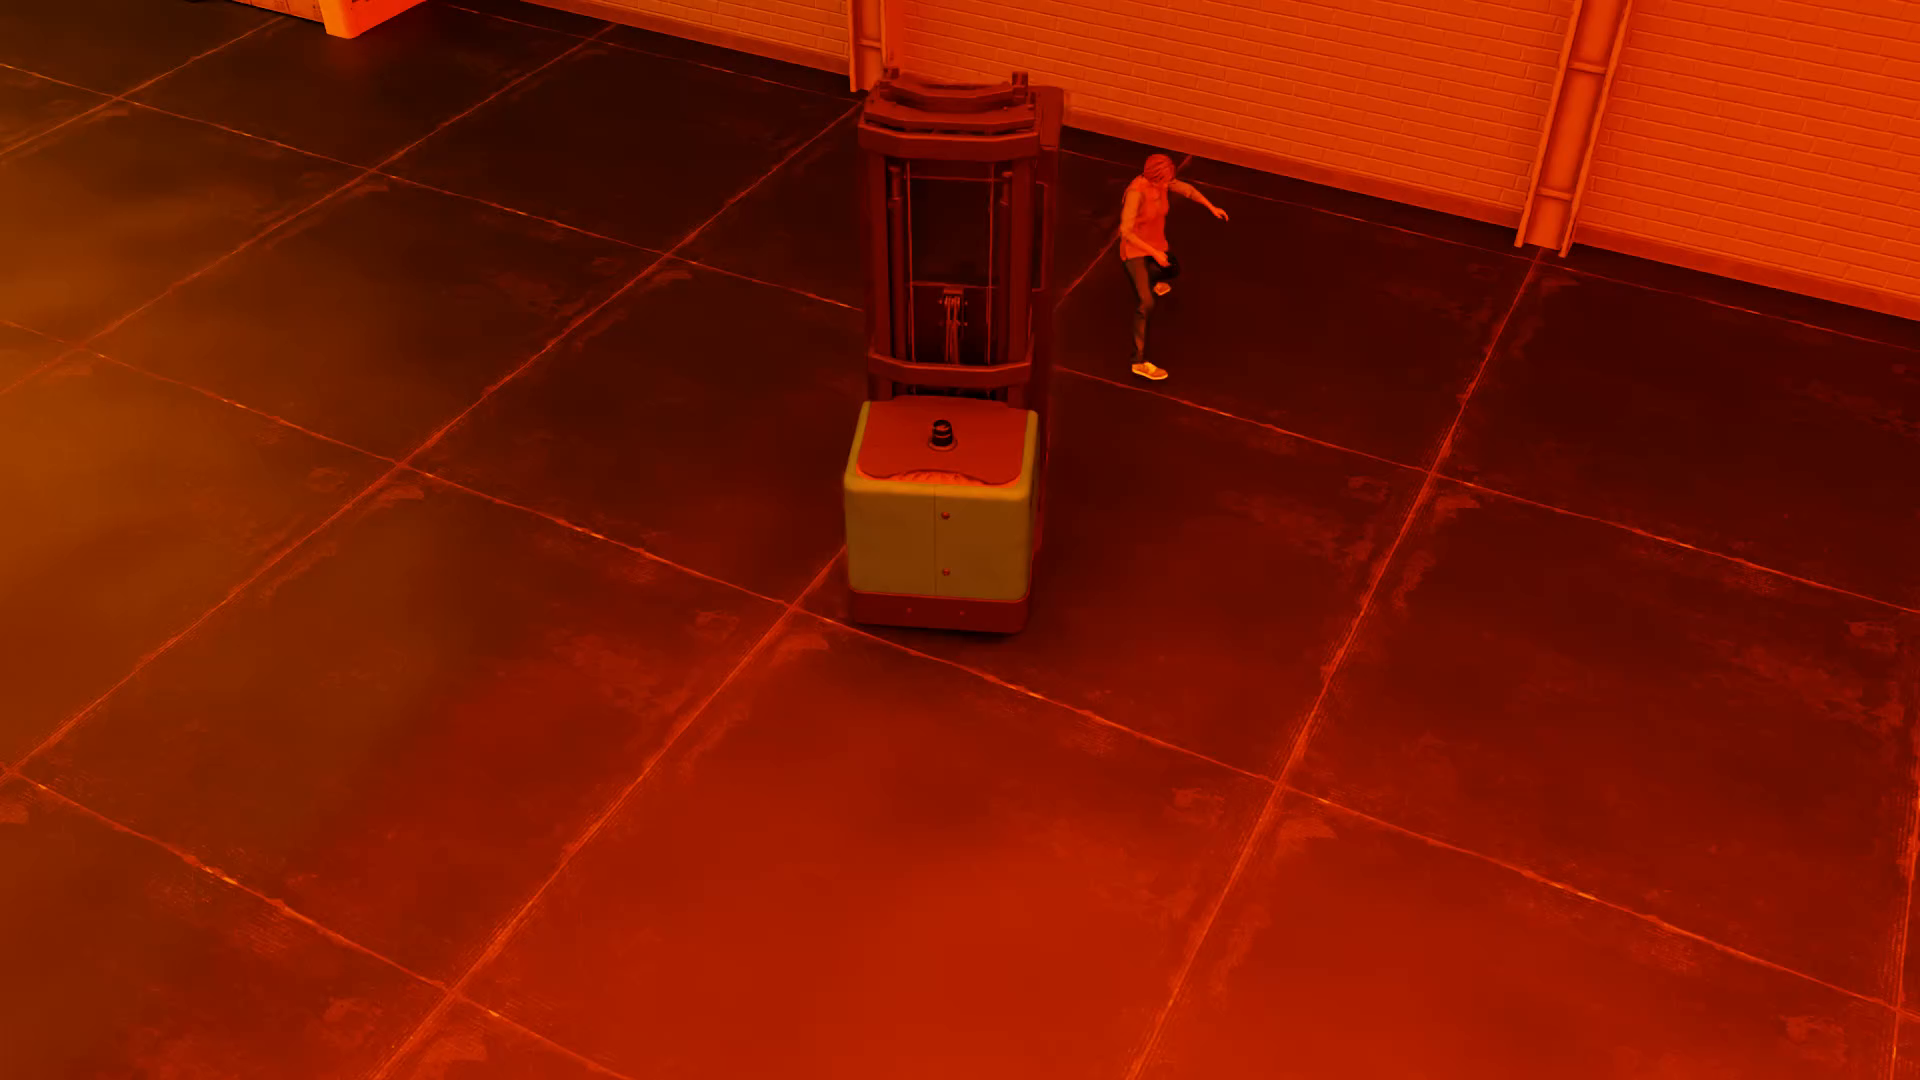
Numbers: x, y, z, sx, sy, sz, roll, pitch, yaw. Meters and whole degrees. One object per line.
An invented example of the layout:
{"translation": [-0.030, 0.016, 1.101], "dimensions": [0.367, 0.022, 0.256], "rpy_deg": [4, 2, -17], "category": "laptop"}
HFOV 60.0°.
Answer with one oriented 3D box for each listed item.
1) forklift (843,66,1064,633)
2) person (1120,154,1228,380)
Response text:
{"translation": [0.008, -1.528, 9.801], "dimensions": [1.130, 2.935, 3.031], "rpy_deg": [4, 40, 4], "category": "forklift"}
{"translation": [1.411, -2.036, 11.580], "dimensions": [0.858, 1.408, 1.090], "rpy_deg": [29, 48, 30], "category": "person"}
